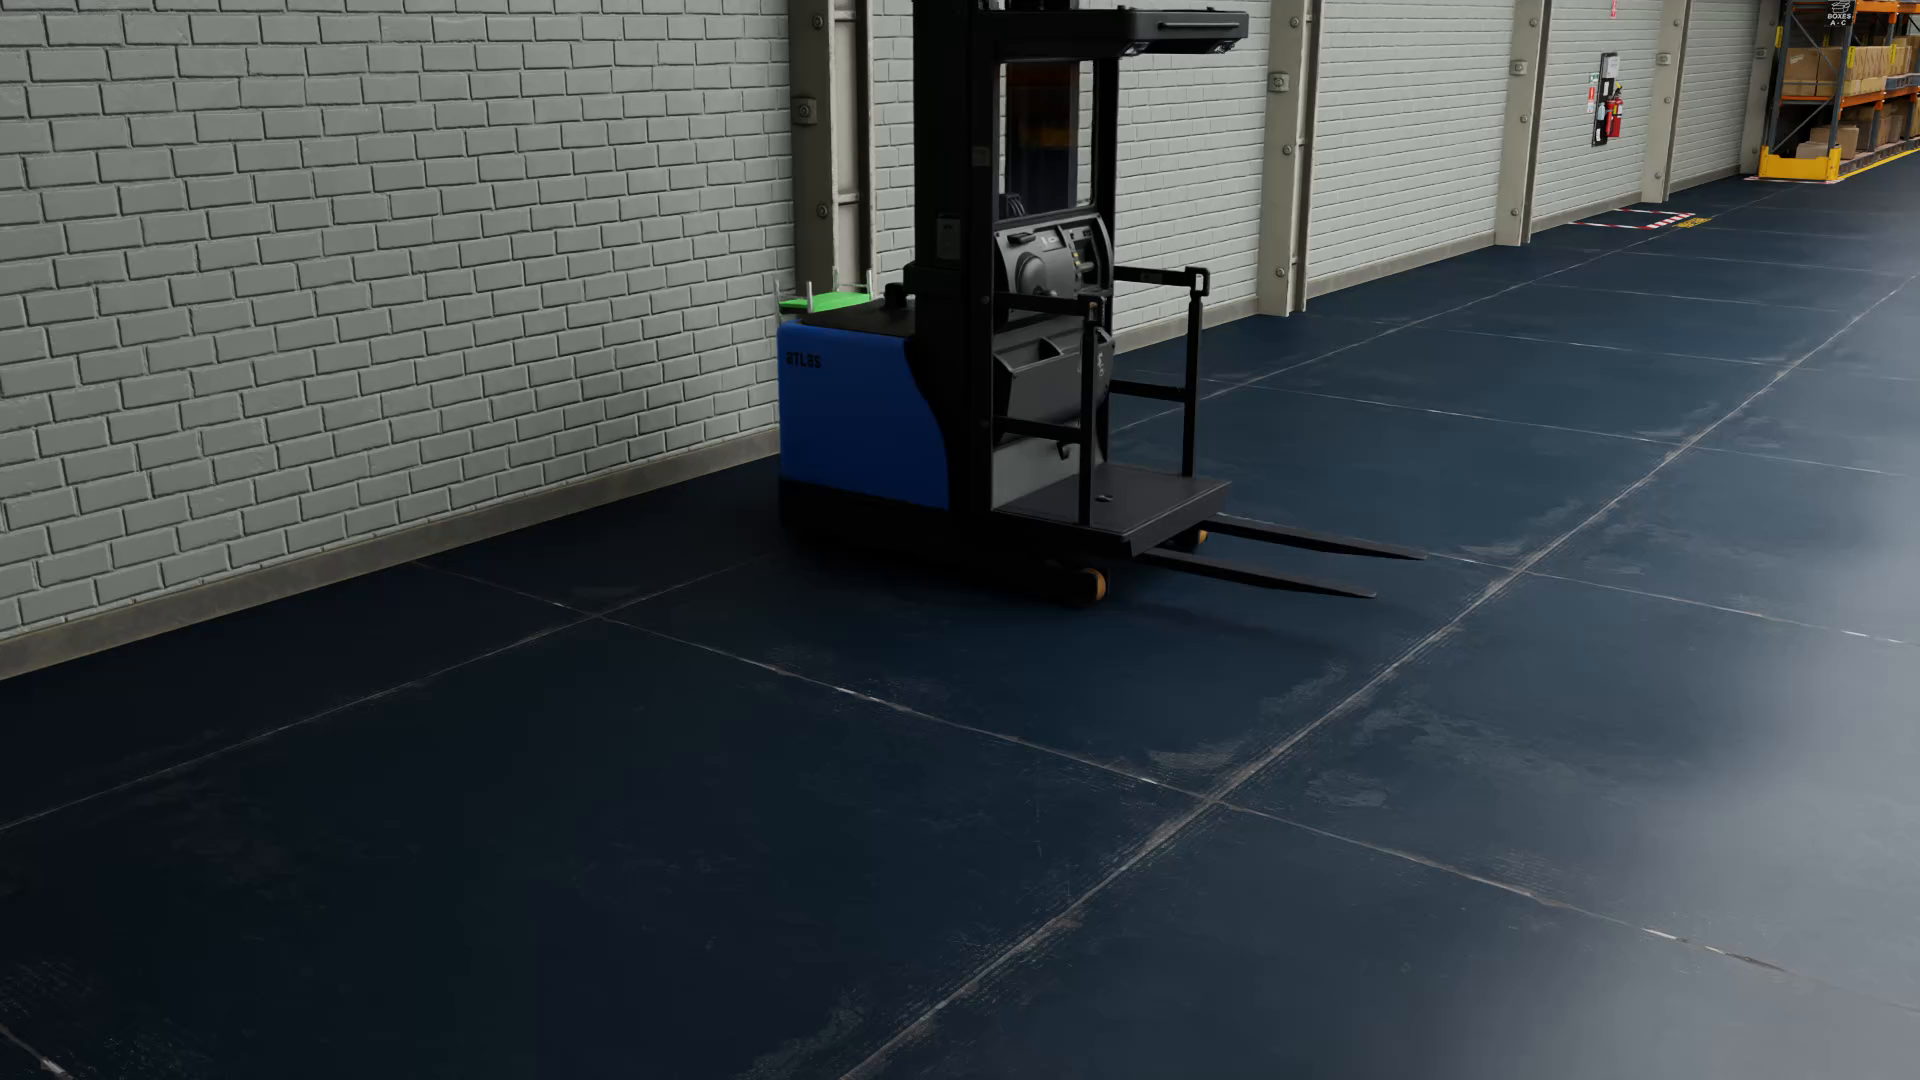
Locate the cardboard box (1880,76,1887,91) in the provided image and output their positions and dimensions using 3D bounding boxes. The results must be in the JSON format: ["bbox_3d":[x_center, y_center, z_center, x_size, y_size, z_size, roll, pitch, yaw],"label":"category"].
[{"bbox_3d":[16.189,-8.149,29.647,0.500,0.250,0.500,12,21,35],"label":"cardboard box"}]

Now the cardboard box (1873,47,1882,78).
[{"bbox_3d":[15.593,-8.269,28.767,0.500,0.500,0.500,12,21,33],"label":"cardboard box"}]

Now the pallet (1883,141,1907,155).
[{"bbox_3d":[18.145,-7.813,33.046,1.003,0.211,1.213,12,21,35],"label":"pallet"}]

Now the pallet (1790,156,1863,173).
[{"bbox_3d":[15.130,-6.588,29.102,1.003,0.211,1.213,12,21,35],"label":"pallet"}]

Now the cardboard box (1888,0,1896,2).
[{"bbox_3d":[16.124,-9.703,29.171,0.500,0.500,0.500,13,22,36],"label":"cardboard box"}]

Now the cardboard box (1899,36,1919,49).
[{"bbox_3d":[19.106,-9.957,33.282,0.500,0.250,0.500,13,22,36],"label":"cardboard box"}]

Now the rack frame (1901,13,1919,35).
[{"bbox_3d":[20.995,-10.283,36.299,1.000,3.000,0.127,12,21,35],"label":"rack frame"}]

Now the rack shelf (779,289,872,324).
[{"bbox_3d":[-0.703,-1.193,8.642,0.258,0.148,0.480,9,19,34],"label":"rack shelf"}]

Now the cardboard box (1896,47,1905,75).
[{"bbox_3d":[17.615,-9.174,31.817,0.700,0.500,0.500,12,21,35],"label":"cardboard box"}]

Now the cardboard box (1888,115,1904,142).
[{"bbox_3d":[18.224,-8.166,32.955,0.700,0.500,0.500,13,21,35],"label":"cardboard box"}]

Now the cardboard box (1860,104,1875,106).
[{"bbox_3d":[17.220,-8.160,31.673,0.500,0.250,0.500,12,21,33],"label":"cardboard box"}]

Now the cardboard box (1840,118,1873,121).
[{"bbox_3d":[16.921,-7.704,31.468,0.700,0.500,0.500,12,21,34],"label":"cardboard box"}]

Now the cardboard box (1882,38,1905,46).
[{"bbox_3d":[18.250,-9.731,32.518,0.380,0.149,0.250,9,19,26],"label":"cardboard box"}]

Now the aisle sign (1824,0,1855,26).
[{"bbox_3d":[14.043,-8.596,26.484,0.394,0.787,0.004,12,21,35],"label":"aisle sign"}]

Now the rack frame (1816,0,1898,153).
[{"bbox_3d":[16.228,-8.378,30.163,1.000,3.000,0.127,12,21,35],"label":"rack frame"}]

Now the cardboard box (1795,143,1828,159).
[{"bbox_3d":[14.329,-6.500,27.909,0.500,0.311,0.500,10,20,29],"label":"cardboard box"}]

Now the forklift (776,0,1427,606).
[{"bbox_3d":[0.606,-1.289,7.453,3.031,2.935,1.130,11,21,32],"label":"forklift"}]

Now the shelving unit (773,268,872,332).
[{"bbox_3d":[-0.688,-0.793,8.755,0.258,1.200,0.503,9,19,34],"label":"shelving unit"}]

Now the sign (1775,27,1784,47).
[{"bbox_3d":[13.411,-8.232,27.208,0.100,0.325,0.005,12,21,35],"label":"sign"}]

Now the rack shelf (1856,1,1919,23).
[{"bbox_3d":[17.420,-9.943,31.359,1.077,0.370,4.000,12,21,35],"label":"rack shelf"}]

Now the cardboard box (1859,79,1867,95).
[{"bbox_3d":[14.997,-7.669,28.102,0.500,0.250,0.500,12,21,34],"label":"cardboard box"}]

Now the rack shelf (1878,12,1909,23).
[{"bbox_3d":[19.803,-10.896,34.427,1.077,0.370,4.000,12,21,35],"label":"rack shelf"}]

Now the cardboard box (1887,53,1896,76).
[{"bbox_3d":[16.897,-8.883,30.879,0.700,0.500,0.500,15,23,40],"label":"cardboard box"}]

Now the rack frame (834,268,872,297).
[{"bbox_3d":[-0.548,-0.852,8.946,0.240,1.200,0.015,9,19,34],"label":"rack frame"}]

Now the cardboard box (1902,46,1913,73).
[{"bbox_3d":[18.339,-9.474,32.785,0.700,0.500,0.500,10,20,28],"label":"cardboard box"}]

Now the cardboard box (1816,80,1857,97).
[{"bbox_3d":[14.390,-7.423,27.308,0.500,0.250,0.500,12,21,33],"label":"cardboard box"}]

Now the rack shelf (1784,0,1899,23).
[{"bbox_3d":[15.036,-8.990,28.291,1.077,0.370,4.000,12,21,35],"label":"rack shelf"}]

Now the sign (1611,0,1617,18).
[{"bbox_3d":[8.404,-6.856,21.356,0.001,0.298,0.199,12,21,35],"label":"sign"}]

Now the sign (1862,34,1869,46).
[{"bbox_3d":[18.164,-9.981,33.373,0.100,0.325,0.005,12,21,35],"label":"sign"}]

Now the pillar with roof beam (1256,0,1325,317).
[{"bbox_3d":[6.299,-5.562,10.980,9.100,9.000,0.400,12,21,35],"label":"pillar with roof beam"}]

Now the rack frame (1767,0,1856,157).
[{"bbox_3d":[13.845,-7.425,27.096,1.000,3.000,0.127,12,21,35],"label":"rack frame"}]

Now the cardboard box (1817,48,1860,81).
[{"bbox_3d":[14.370,-7.782,27.199,0.500,0.500,0.500,12,21,35],"label":"cardboard box"}]

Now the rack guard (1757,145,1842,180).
[{"bbox_3d":[13.890,-6.249,27.525,1.175,0.500,0.348,12,21,35],"label":"rack guard"}]

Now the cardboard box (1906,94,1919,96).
[{"bbox_3d":[20.185,-9.067,35.300,0.750,0.750,0.750,13,22,36],"label":"cardboard box"}]

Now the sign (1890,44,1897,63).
[{"bbox_3d":[16.668,-8.697,29.732,0.100,0.325,0.005,12,21,35],"label":"sign"}]

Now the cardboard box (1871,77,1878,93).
[{"bbox_3d":[15.598,-7.909,28.875,0.500,0.250,0.500,12,21,34],"label":"cardboard box"}]

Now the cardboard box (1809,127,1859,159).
[{"bbox_3d":[15.146,-6.892,28.852,0.700,0.500,0.500,11,20,31],"label":"cardboard box"}]

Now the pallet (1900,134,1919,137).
[{"bbox_3d":[19.869,-8.462,35.138,1.003,0.211,1.213,12,21,35],"label":"pallet"}]

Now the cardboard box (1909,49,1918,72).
[{"bbox_3d":[19.106,-9.600,33.396,0.500,0.500,0.500,13,22,36],"label":"cardboard box"}]

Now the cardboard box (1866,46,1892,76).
[{"bbox_3d":[16.195,-8.506,29.533,0.500,0.500,0.500,12,21,35],"label":"cardboard box"}]

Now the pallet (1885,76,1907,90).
[{"bbox_3d":[16.800,-8.442,30.695,1.003,0.211,1.213,12,21,35],"label":"pallet"}]

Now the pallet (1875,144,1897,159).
[{"bbox_3d":[17.417,-7.523,32.115,1.003,0.211,1.213,12,21,35],"label":"pallet"}]

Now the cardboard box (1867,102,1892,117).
[{"bbox_3d":[17.834,-8.399,32.442,0.500,0.250,0.500,13,21,36],"label":"cardboard box"}]

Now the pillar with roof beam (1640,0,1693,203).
[{"bbox_3d":[13.449,-8.420,20.183,9.100,9.000,0.400,12,21,35],"label":"pillar with roof beam"}]

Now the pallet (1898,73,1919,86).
[{"bbox_3d":[18.272,-9.050,32.653,1.213,0.211,1.003,12,21,35],"label":"pallet"}]

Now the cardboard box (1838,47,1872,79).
[{"bbox_3d":[14.986,-8.019,27.965,0.500,0.500,0.500,12,21,33],"label":"cardboard box"}]

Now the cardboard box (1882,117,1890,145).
[{"bbox_3d":[17.551,-7.941,32.229,0.700,0.500,0.500,12,21,34],"label":"cardboard box"}]

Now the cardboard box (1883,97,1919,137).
[{"bbox_3d":[19.155,-8.656,33.977,0.750,0.750,0.750,12,21,34],"label":"cardboard box"}]

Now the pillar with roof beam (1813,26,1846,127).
[{"bbox_3d":[20.599,-11.278,29.387,9.100,9.000,0.400,12,21,35],"label":"pillar with roof beam"}]
